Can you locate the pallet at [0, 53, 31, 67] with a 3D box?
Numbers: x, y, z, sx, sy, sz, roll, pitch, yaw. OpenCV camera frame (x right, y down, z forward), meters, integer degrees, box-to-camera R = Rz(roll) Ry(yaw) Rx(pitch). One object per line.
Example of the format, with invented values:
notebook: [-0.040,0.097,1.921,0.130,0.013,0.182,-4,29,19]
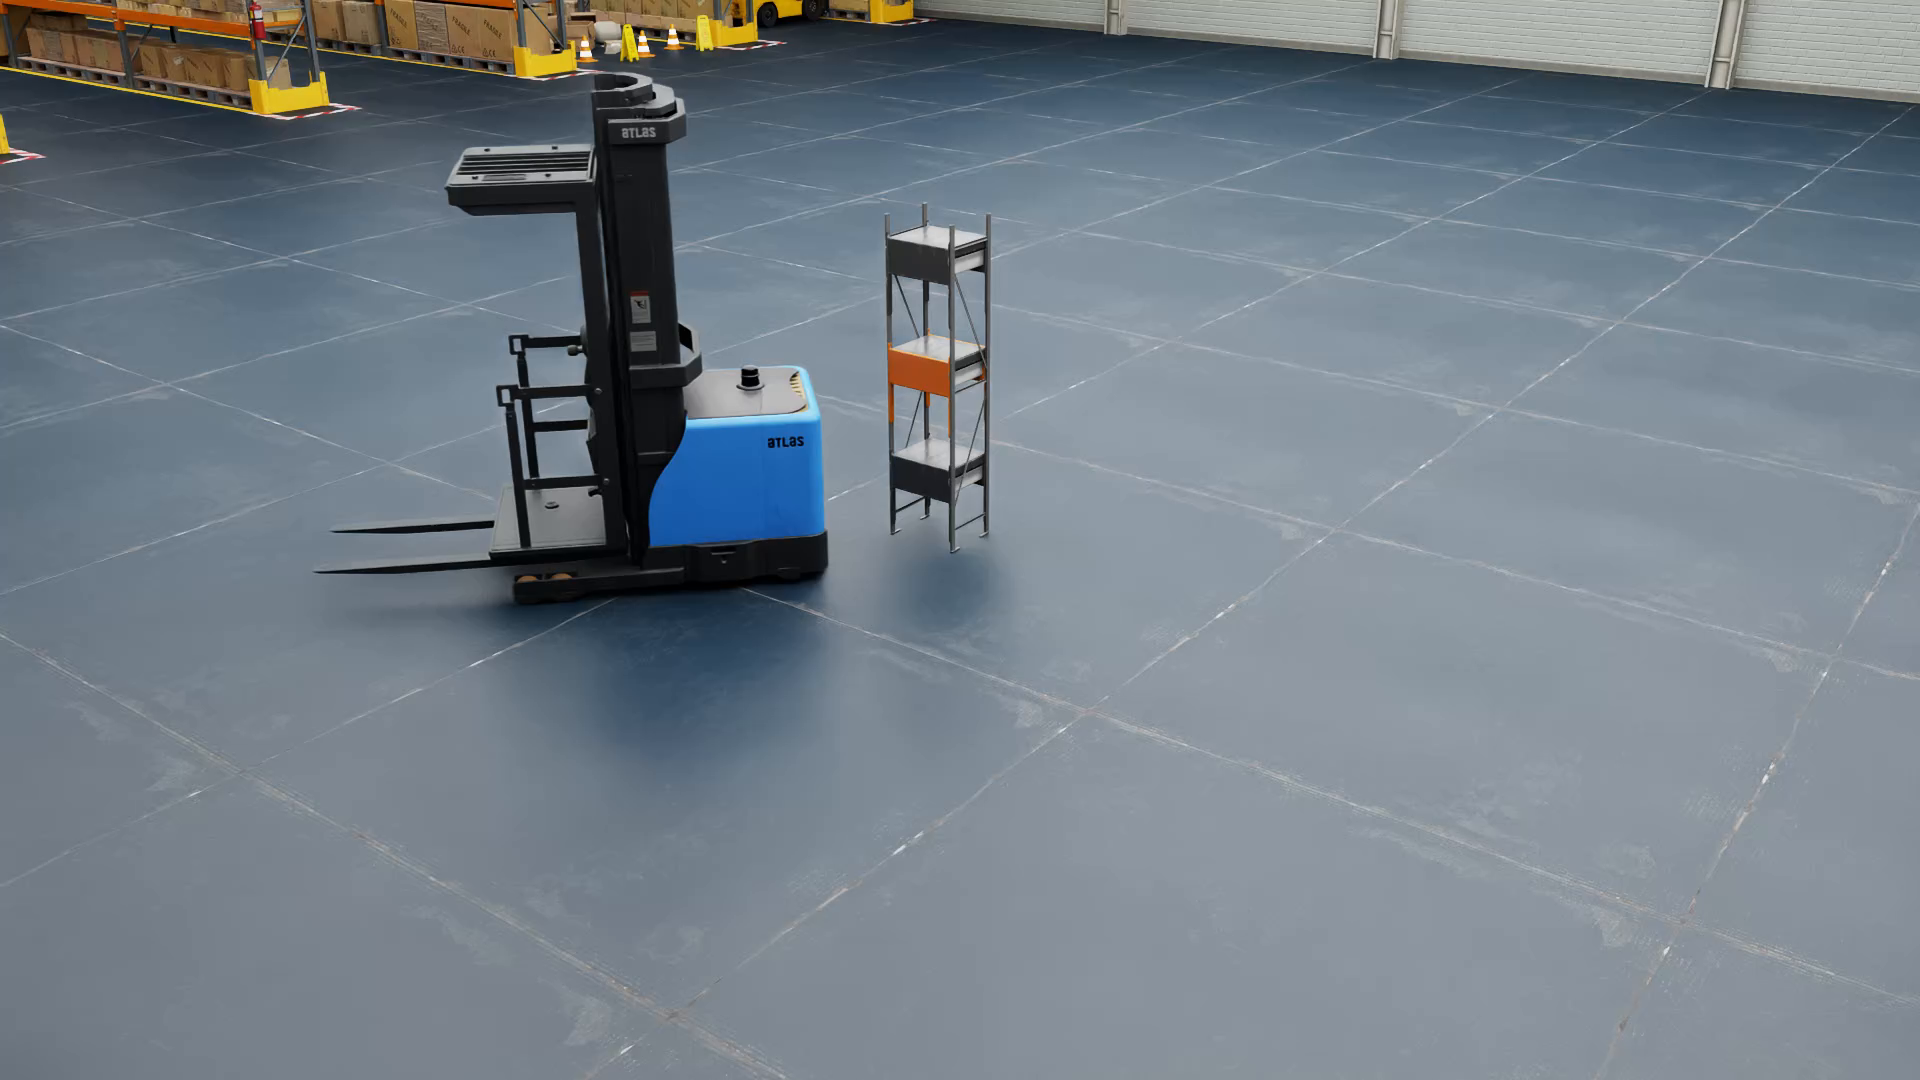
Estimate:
pallet: [-17.434,-9.016,30.951,1.213,0.211,1.003,17,29,33]

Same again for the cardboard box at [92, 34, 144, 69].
cardboard box: [-14.496,-8.444,28.749,0.500,0.500,0.700,17,29,33]

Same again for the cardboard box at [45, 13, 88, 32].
cardboard box: [-15.863,-9.200,29.535,0.500,0.250,0.500,21,31,39]

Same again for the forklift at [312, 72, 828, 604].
forklift: [-2.376,-1.190,9.815,3.031,2.935,1.130,-4,24,-9]

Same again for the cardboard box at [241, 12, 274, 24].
cardboard box: [-10.798,-8.030,25.566,0.250,0.149,0.380,17,29,33]

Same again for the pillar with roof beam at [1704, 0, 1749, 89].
pillar with roof beam: [10.276,-10.405,23.204,0.400,9.000,9.100,17,29,33]

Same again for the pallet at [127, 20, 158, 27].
pallet: [-17.552,-11.495,36.577,1.213,0.211,1.003,17,29,33]

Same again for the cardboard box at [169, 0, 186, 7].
cardboard box: [-12.109,-8.808,26.527,0.500,0.500,0.875,17,29,33]

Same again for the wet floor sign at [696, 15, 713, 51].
wet floor sign: [-4.993,-9.871,32.353,0.267,0.644,0.232,-15,28,-30]

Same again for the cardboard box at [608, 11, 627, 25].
cardboard box: [-6.959,-10.886,34.625,0.500,0.250,0.500,19,30,36]

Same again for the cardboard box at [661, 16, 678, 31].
cardboard box: [-5.721,-10.510,33.773,0.500,0.250,0.500,17,29,33]

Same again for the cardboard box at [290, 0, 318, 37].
cardboard box: [-12.657,-10.429,32.968,0.750,0.750,1.050,17,29,34]

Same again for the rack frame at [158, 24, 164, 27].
rack frame: [-16.993,-12.620,35.672,0.127,3.000,1.000,17,29,33]

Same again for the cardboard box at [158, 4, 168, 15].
cardboard box: [-12.640,-8.551,26.749,0.250,0.149,0.380,17,29,33]

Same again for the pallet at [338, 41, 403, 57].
pallet: [-11.254,-9.572,32.212,1.213,0.211,1.003,17,29,33]

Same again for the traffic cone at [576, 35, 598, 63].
traffic cone: [-6.964,-9.144,30.929,0.334,0.463,0.336,17,29,33]

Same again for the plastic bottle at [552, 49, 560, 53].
plastic bottle: [-7.742,-9.418,32.049,0.283,0.061,0.133,7,25,15]

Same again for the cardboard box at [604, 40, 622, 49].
cardboard box: [-6.763,-9.700,32.581,0.380,0.149,0.250,-10,26,-21]

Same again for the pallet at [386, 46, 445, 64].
pallet: [-10.030,-9.200,31.369,1.213,0.211,1.003,17,29,33]

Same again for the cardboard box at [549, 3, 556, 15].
cardboard box: [-8.702,-11.595,36.085,0.625,0.372,0.950,19,30,36]

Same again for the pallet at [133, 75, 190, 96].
pallet: [-13.088,-7.683,27.925,1.213,0.211,1.003,17,29,33]

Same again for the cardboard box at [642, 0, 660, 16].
cardboard box: [-6.120,-10.976,33.900,0.500,0.500,0.500,16,28,32]

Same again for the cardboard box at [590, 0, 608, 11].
cardboard box: [-7.393,-11.354,34.759,0.500,0.500,0.500,18,30,36]

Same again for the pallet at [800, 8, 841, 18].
pallet: [-3.138,-12.133,38.025,1.213,0.211,1.003,17,29,33]

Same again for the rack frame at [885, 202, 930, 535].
rack frame: [-0.328,-1.060,10.551,0.015,2.100,0.400,17,29,33]

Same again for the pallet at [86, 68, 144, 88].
pallet: [-14.271,-8.021,28.694,1.213,0.211,1.003,17,29,33]

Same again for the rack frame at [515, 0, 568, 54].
rack frame: [-7.391,-9.718,29.086,0.127,3.000,1.000,17,29,33]

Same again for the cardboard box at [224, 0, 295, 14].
cardboard box: [-10.870,-8.466,25.752,0.500,0.500,0.875,17,29,33]

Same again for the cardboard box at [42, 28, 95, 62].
cardboard box: [-15.848,-8.849,29.668,0.500,0.500,0.700,14,27,29]

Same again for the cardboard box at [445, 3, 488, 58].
cardboard box: [-8.678,-9.293,30.235,0.875,0.875,0.875,16,29,32]

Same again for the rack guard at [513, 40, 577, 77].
rack guard: [-7.371,-8.569,29.577,0.348,0.500,1.175,17,29,33]

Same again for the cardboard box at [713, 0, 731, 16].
cardboard box: [-5.002,-10.907,33.743,0.500,0.500,0.500,16,28,32]

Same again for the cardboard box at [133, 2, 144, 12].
cardboard box: [-13.247,-8.729,27.154,0.250,0.149,0.380,17,29,33]

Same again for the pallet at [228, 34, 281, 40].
pallet: [-14.417,-10.566,34.469,1.213,0.211,1.003,17,29,33]

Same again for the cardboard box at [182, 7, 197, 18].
cardboard box: [-12.061,-8.359,26.312,0.250,0.149,0.380,17,29,33]

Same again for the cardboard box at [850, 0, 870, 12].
cardboard box: [-2.094,-11.888,36.900,0.500,0.250,0.500,17,29,34]

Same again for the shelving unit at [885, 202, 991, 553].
shelving unit: [-0.132,-1.001,10.418,0.503,2.100,0.431,17,29,33]

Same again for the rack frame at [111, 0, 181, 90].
rack frame: [-13.647,-9.110,27.705,0.127,3.000,1.000,17,29,33]

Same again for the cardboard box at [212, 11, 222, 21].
cardboard box: [-11.420,-8.200,25.951,0.250,0.149,0.380,17,29,33]

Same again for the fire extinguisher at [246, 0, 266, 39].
fire extinguisher: [-10.631,-7.931,25.125,0.183,0.674,0.296,17,29,33]

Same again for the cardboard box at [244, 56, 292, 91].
cardboard box: [-10.936,-7.347,26.284,0.500,0.500,0.500,-20,31,-38]

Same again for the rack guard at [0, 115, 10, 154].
rack guard: [-13.506,-5.404,22.394,0.348,0.500,1.175,17,29,33]

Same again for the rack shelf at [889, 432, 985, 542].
rack shelf: [-0.132,-0.348,10.705,0.480,0.518,0.431,17,29,33]

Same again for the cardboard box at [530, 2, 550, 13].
cardboard box: [-8.747,-10.928,33.993,0.500,0.500,0.500,17,29,33]

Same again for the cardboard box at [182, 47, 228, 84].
cardboard box: [-12.344,-7.787,27.284,0.500,0.500,0.500,14,27,29]

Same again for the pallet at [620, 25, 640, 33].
pallet: [-7.145,-10.880,35.181,1.213,0.211,1.003,17,29,33]

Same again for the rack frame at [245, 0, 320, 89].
rack frame: [-10.446,-8.142,25.510,0.127,3.000,1.000,17,29,33]
